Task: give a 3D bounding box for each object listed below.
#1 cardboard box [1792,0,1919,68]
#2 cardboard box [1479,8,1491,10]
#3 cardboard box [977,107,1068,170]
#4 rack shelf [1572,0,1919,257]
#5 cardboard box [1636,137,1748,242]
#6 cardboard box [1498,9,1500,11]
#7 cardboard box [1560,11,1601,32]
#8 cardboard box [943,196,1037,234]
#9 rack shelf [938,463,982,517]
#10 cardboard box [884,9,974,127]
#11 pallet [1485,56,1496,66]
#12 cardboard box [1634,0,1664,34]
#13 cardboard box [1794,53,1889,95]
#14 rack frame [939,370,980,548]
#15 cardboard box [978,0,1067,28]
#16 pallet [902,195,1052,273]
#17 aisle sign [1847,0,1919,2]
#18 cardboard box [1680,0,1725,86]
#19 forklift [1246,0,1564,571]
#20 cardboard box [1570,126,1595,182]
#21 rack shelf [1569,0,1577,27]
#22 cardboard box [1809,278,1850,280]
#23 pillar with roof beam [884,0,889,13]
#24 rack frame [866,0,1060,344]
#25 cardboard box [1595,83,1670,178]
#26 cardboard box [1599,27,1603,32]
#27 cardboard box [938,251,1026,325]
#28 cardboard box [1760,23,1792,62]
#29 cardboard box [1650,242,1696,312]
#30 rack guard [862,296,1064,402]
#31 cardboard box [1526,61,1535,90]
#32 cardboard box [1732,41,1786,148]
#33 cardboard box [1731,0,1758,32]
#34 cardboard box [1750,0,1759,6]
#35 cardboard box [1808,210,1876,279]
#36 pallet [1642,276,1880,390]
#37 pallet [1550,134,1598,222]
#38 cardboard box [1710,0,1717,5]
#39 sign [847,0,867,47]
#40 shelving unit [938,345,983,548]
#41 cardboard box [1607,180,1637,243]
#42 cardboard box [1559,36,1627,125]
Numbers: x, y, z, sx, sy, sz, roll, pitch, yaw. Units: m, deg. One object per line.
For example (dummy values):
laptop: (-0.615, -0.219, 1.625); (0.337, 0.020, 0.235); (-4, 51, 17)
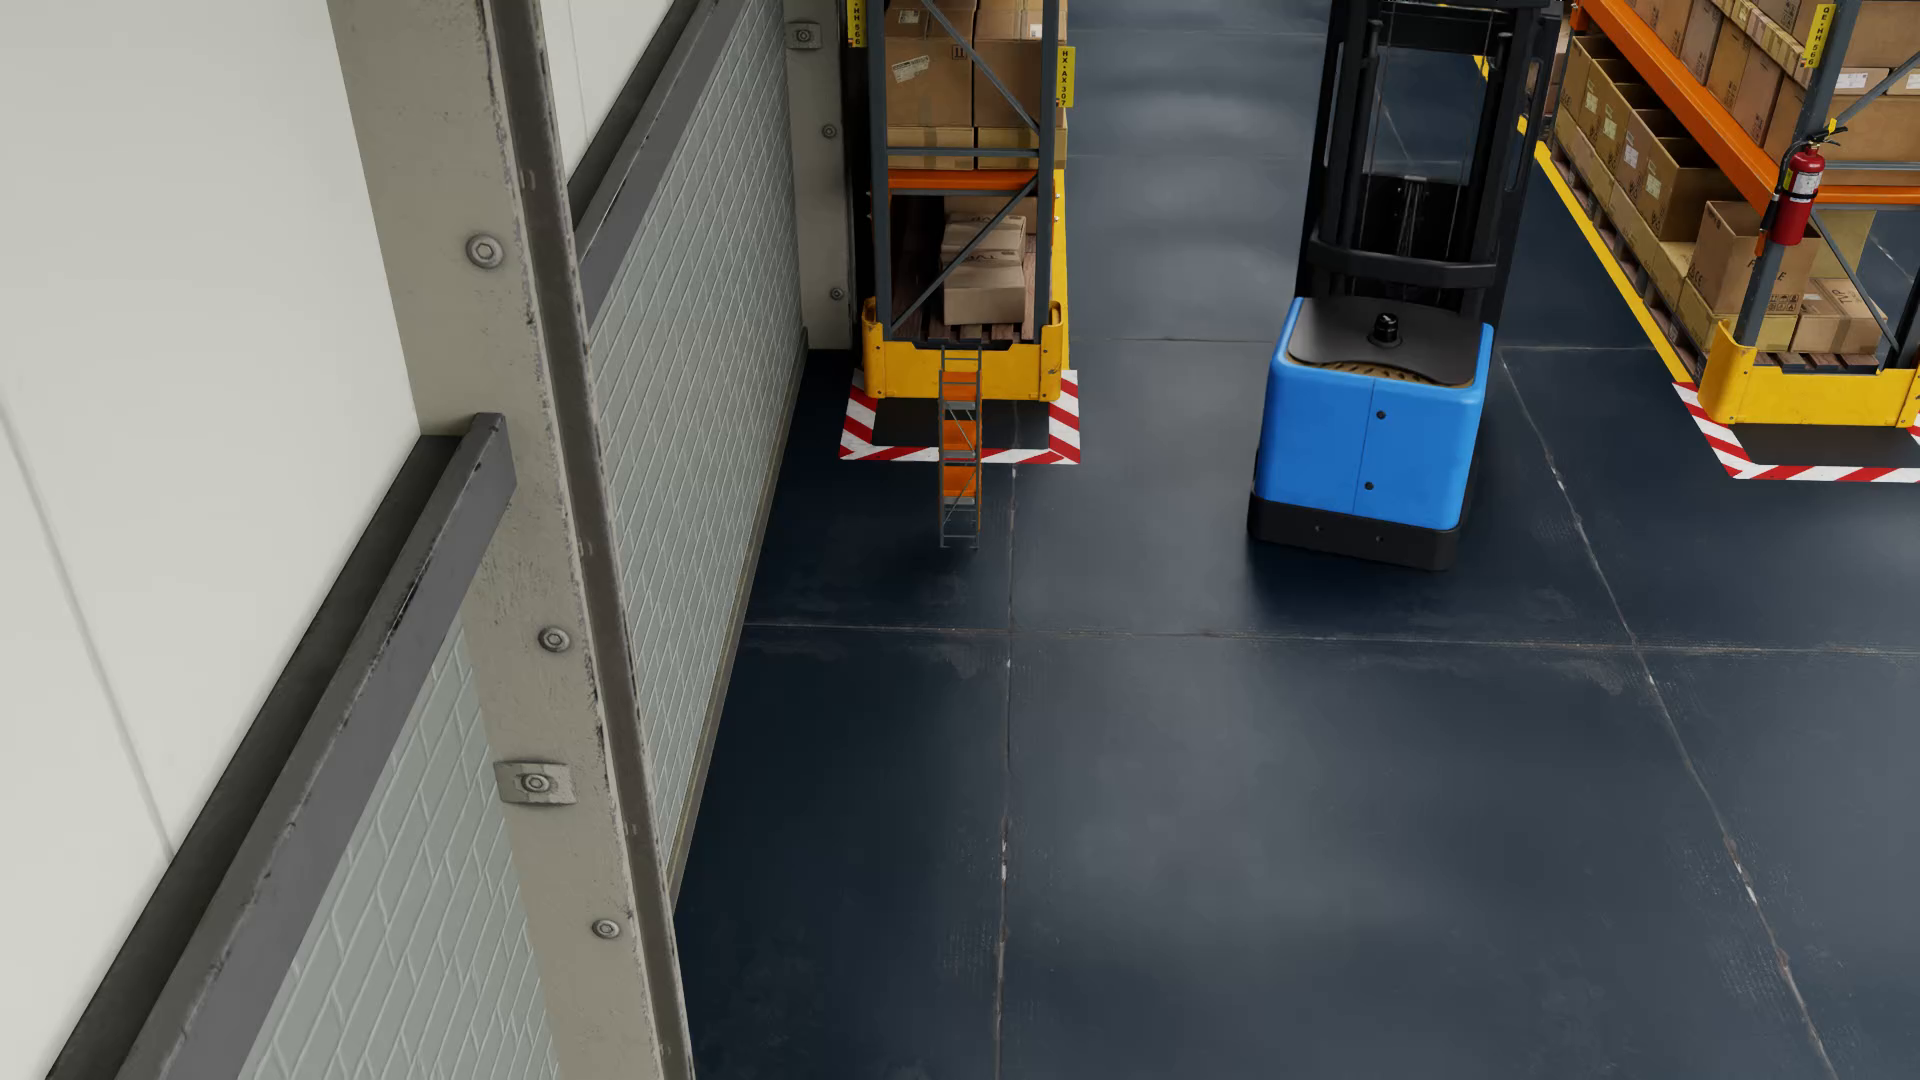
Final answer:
cardboard box: (4.998, -2.873, 8.960); (0.700, 0.500, 0.500); (1, 35, 2)
cardboard box: (4.937, -4.765, 14.893); (0.500, 0.250, 0.500); (0, 35, 1)
cardboard box: (0.351, -2.336, 9.523); (0.500, 0.250, 0.500); (0, 35, 1)
rack shelf: (5.044, -2.858, 10.780); (1.077, 0.370, 4.000); (1, 35, 2)
cardboard box: (4.714, -2.247, 10.658); (0.500, 0.500, 0.500); (1, 35, 2)
cardboard box: (4.915, -4.692, 14.301); (0.500, 0.311, 0.500); (1, 35, 1)
cardboard box: (4.869, -4.116, 13.482); (0.500, 0.311, 0.500); (2, 35, 3)
cardboard box: (0.234, -2.416, 11.316); (0.700, 0.500, 0.500); (-1, 35, -1)
rack shelf: (0.002, -0.224, 8.603); (0.215, 0.259, 0.240); (1, 35, 2)
cardboard box: (-0.179, -2.645, 9.311); (0.500, 0.500, 0.500); (1, 35, 1)
pallet: (5.162, -4.288, 14.613); (1.003, 0.211, 1.213); (1, 35, 2)
cardboard box: (5.098, -3.784, 11.385); (0.700, 0.500, 0.500); (1, 35, 1)
cardboard box: (4.789, -2.534, 9.041); (0.380, 0.149, 0.250); (1, 35, 1)
rack frame: (-0.003, -0.390, 8.338); (0.200, 1.050, 0.008); (1, 35, 2)
cardboard box: (0.364, -2.920, 9.703); (0.500, 0.500, 0.500); (1, 35, 2)
pallet: (0.137, -2.184, 11.619); (1.003, 0.211, 1.213); (1, 35, 2)
aisle sign: (4.668, -3.036, 8.146); (0.394, 0.787, 0.004); (1, 35, 2)
cardboard box: (5.055, -3.202, 10.556); (0.700, 0.500, 0.500); (2, 35, 3)
forklift: (2.433, -1.891, 8.837); (1.130, 2.935, 3.031); (11, 36, 15)
cardboard box: (4.778, -2.802, 12.100); (0.500, 0.250, 0.500); (1, 35, 2)
rack shelf: (5.205, -5.156, 14.049); (1.077, 0.370, 4.000); (1, 35, 2)
cardboard box: (5.224, -1.641, 10.447); (0.500, 0.250, 0.500); (1, 35, 2)
pillar with roof beam: (3.721, -8.340, 12.737); (9.100, 9.000, 0.400); (1, 35, 2)
rack frame: (0.014, -2.116, 9.097); (1.000, 3.000, 0.127); (1, 35, 2)
cardboard box: (4.753, -2.821, 11.476); (0.500, 0.500, 0.500); (1, 35, 2)
cardboard box: (5.416, -4.097, 13.455); (0.500, 0.311, 0.500); (1, 35, 1)
cardboard box: (0.132, -1.591, 10.307); (0.500, 0.311, 0.500); (-2, 35, -3)
cardboard box: (4.808, -2.831, 9.464); (0.380, 0.149, 0.250); (1, 35, 1)
cardboard box: (4.698, -1.653, 10.465); (0.500, 0.250, 0.500); (1, 35, 2)
rack guard: (0.017, -1.137, 9.878); (1.175, 0.500, 0.348); (1, 35, 2)
cardboard box: (4.874, -3.884, 13.640); (0.500, 0.250, 0.500); (1, 35, 1)
cardboard box: (5.012, -2.614, 9.720); (0.700, 0.500, 0.500); (2, 35, 3)
cardboard box: (4.831, -3.126, 9.884); (0.380, 0.149, 0.250); (2, 35, 3)
cardboard box: (5.033, -3.465, 9.803); (0.700, 0.500, 0.500); (1, 35, 2)
cardboard box: (5.226, -1.947, 10.232); (0.500, 0.500, 0.500); (1, 35, 2)
pallet: (4.953, -1.303, 10.366); (1.003, 0.211, 1.213); (1, 35, 2)
pallet: (5.051, -2.705, 12.361); (1.003, 0.211, 1.213); (1, 35, 2)
cardboard box: (4.849, -3.425, 10.309); (0.380, 0.149, 0.250); (1, 35, 1)
sign: (-0.540, -2.743, 8.708); (0.100, 0.325, 0.005); (1, 35, 2)
shelving unit: (0.002, -0.460, 8.438); (0.215, 1.050, 0.252); (1, 35, 2)
cardboard box: (4.739, -2.227, 11.282); (0.500, 0.250, 0.500); (1, 35, 2)
cardboard box: (4.793, -3.396, 12.293); (0.500, 0.500, 0.500); (1, 35, 2)
